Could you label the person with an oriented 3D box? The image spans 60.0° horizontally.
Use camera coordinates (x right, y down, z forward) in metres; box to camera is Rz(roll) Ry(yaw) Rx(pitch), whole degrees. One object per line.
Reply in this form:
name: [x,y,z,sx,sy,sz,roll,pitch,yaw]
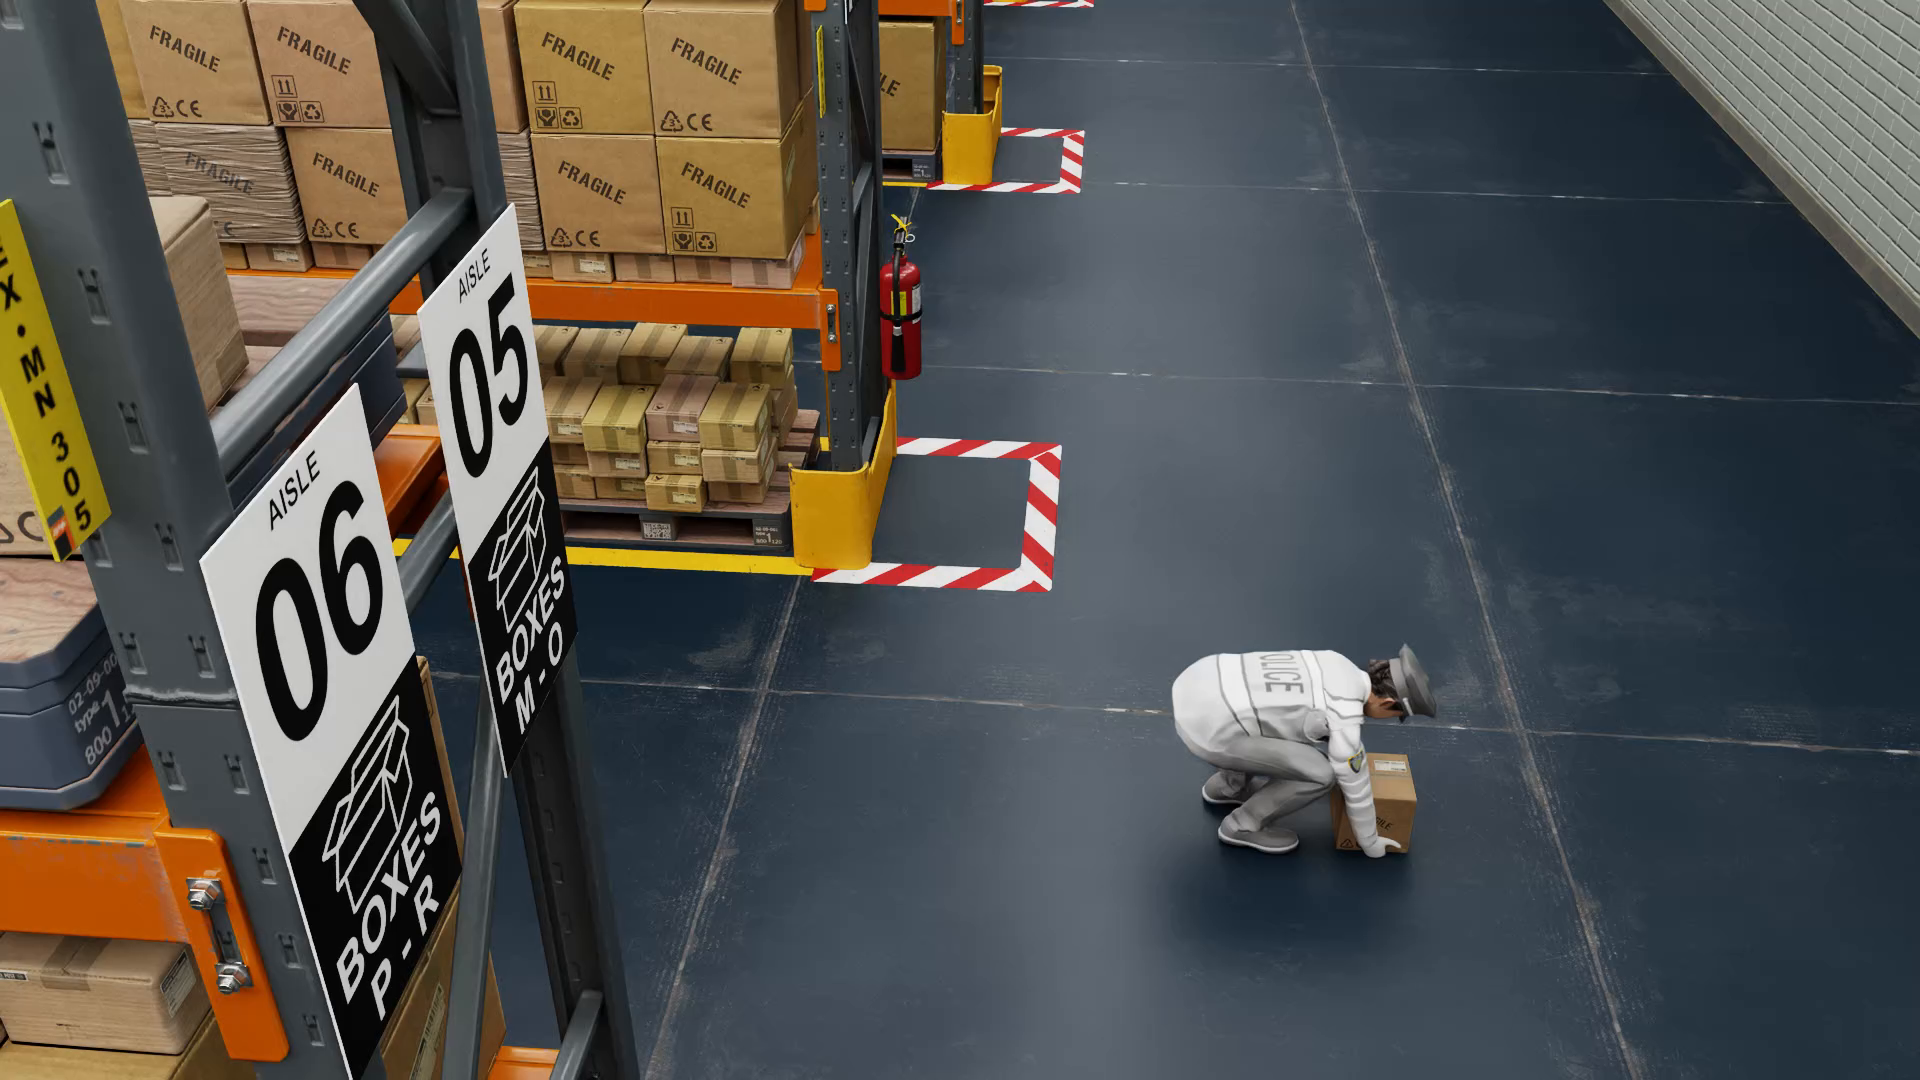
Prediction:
person: [1.196,0.717,5.865,0.914,0.770,0.448,2,32,3]
